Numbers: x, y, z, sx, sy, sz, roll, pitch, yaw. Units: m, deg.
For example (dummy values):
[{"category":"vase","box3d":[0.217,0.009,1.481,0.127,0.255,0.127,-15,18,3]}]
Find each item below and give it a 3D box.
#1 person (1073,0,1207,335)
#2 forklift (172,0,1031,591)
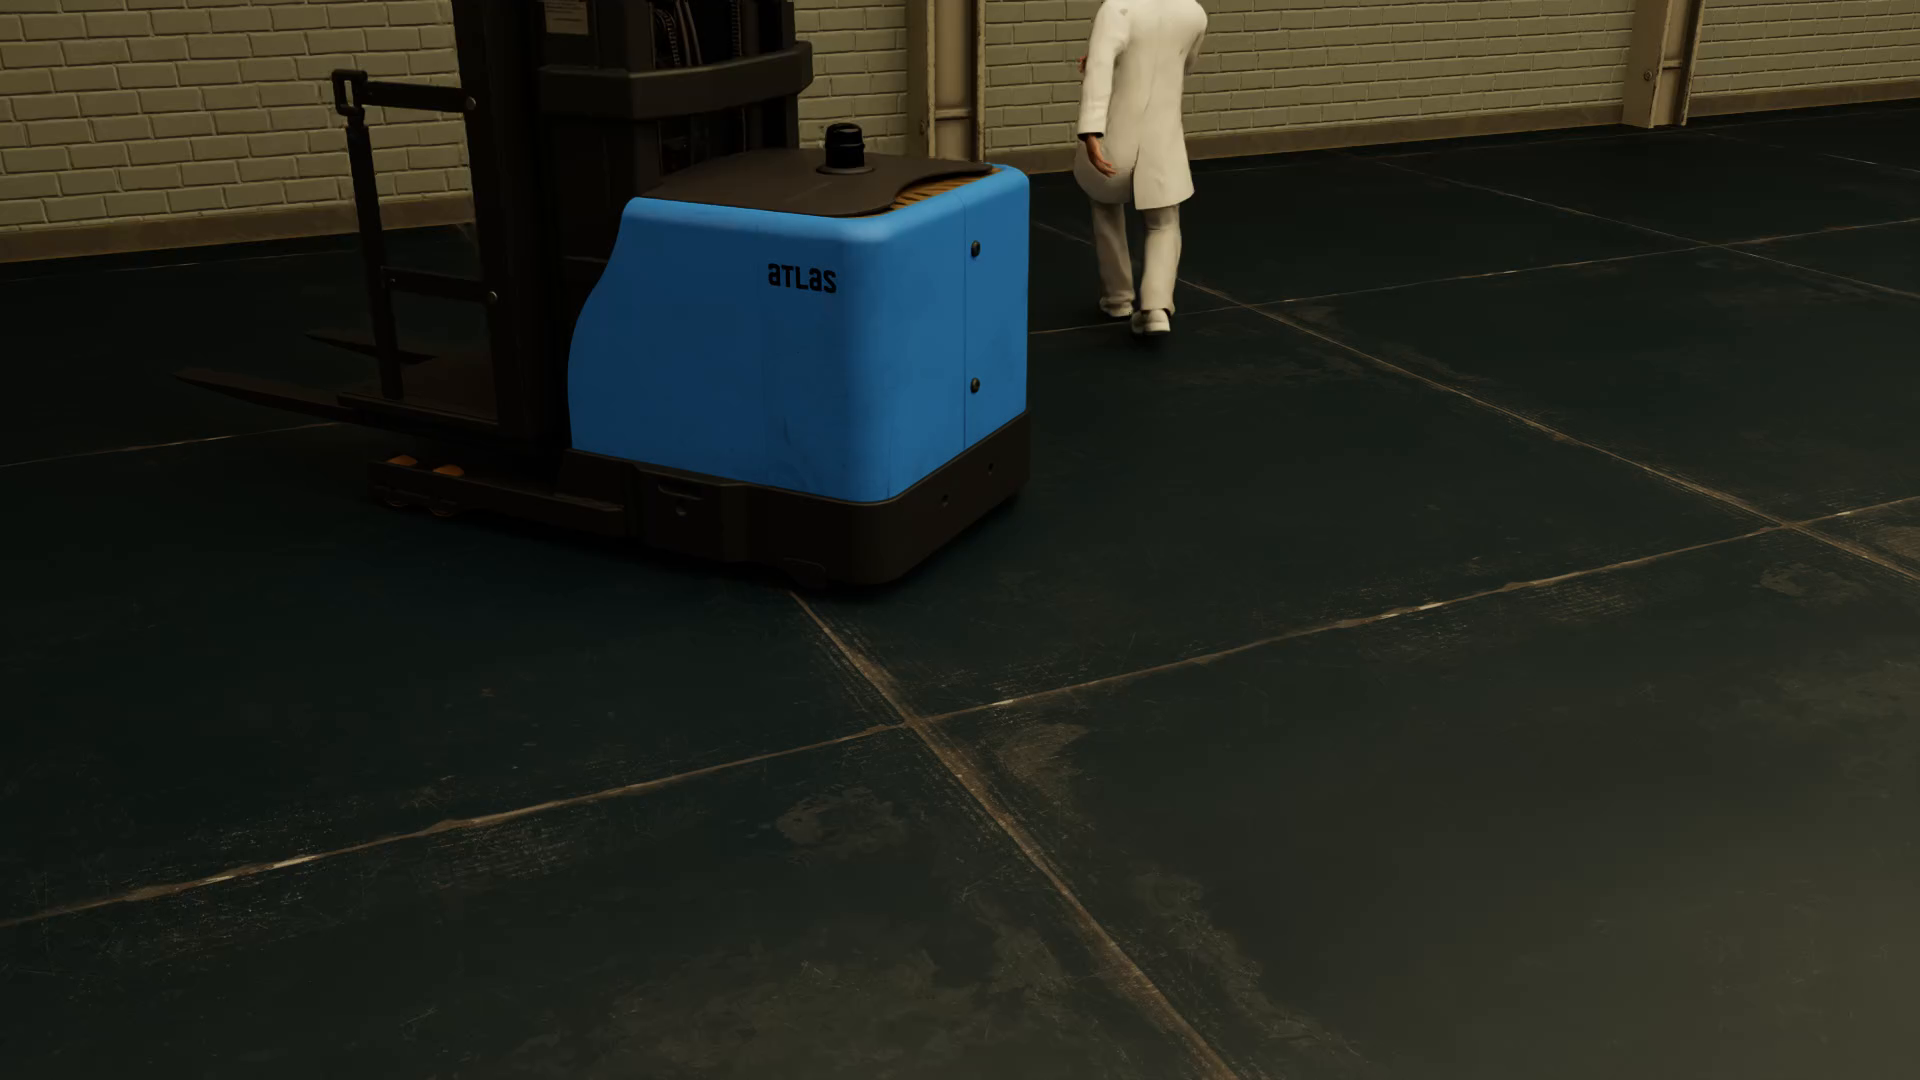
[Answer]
[{"category":"person","box3d":[0.725,-1.697,7.045,0.619,1.696,0.975,-3,23,-6]},{"category":"forklift","box3d":[-1.324,-1.591,5.116,3.031,2.935,1.130,11,25,25]}]
